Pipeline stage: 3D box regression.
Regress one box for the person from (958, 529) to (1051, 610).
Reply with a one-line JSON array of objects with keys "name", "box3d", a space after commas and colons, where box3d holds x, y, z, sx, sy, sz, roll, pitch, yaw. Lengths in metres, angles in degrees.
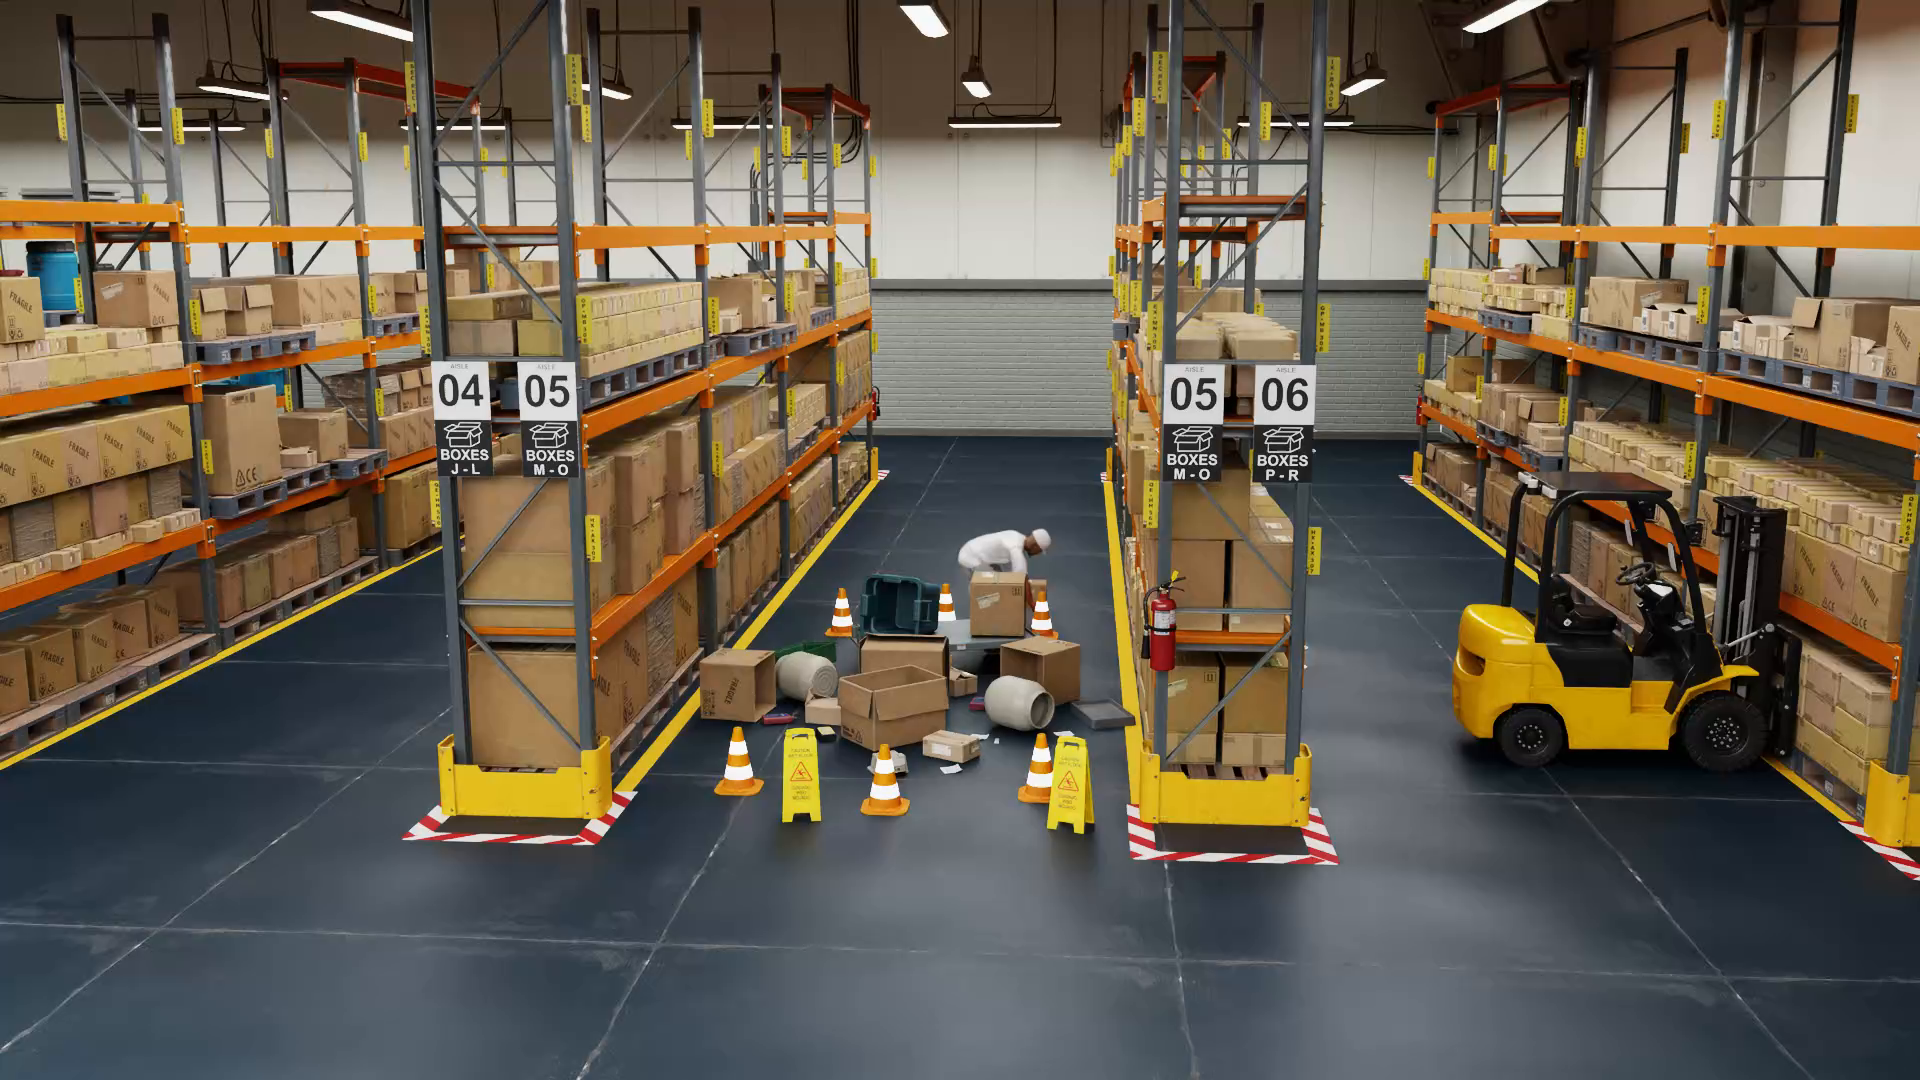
[{"name": "person", "box3d": [0.459, 0.390, 17.303, 0.963, 1.022, 0.523, 0, 11, 1]}]
